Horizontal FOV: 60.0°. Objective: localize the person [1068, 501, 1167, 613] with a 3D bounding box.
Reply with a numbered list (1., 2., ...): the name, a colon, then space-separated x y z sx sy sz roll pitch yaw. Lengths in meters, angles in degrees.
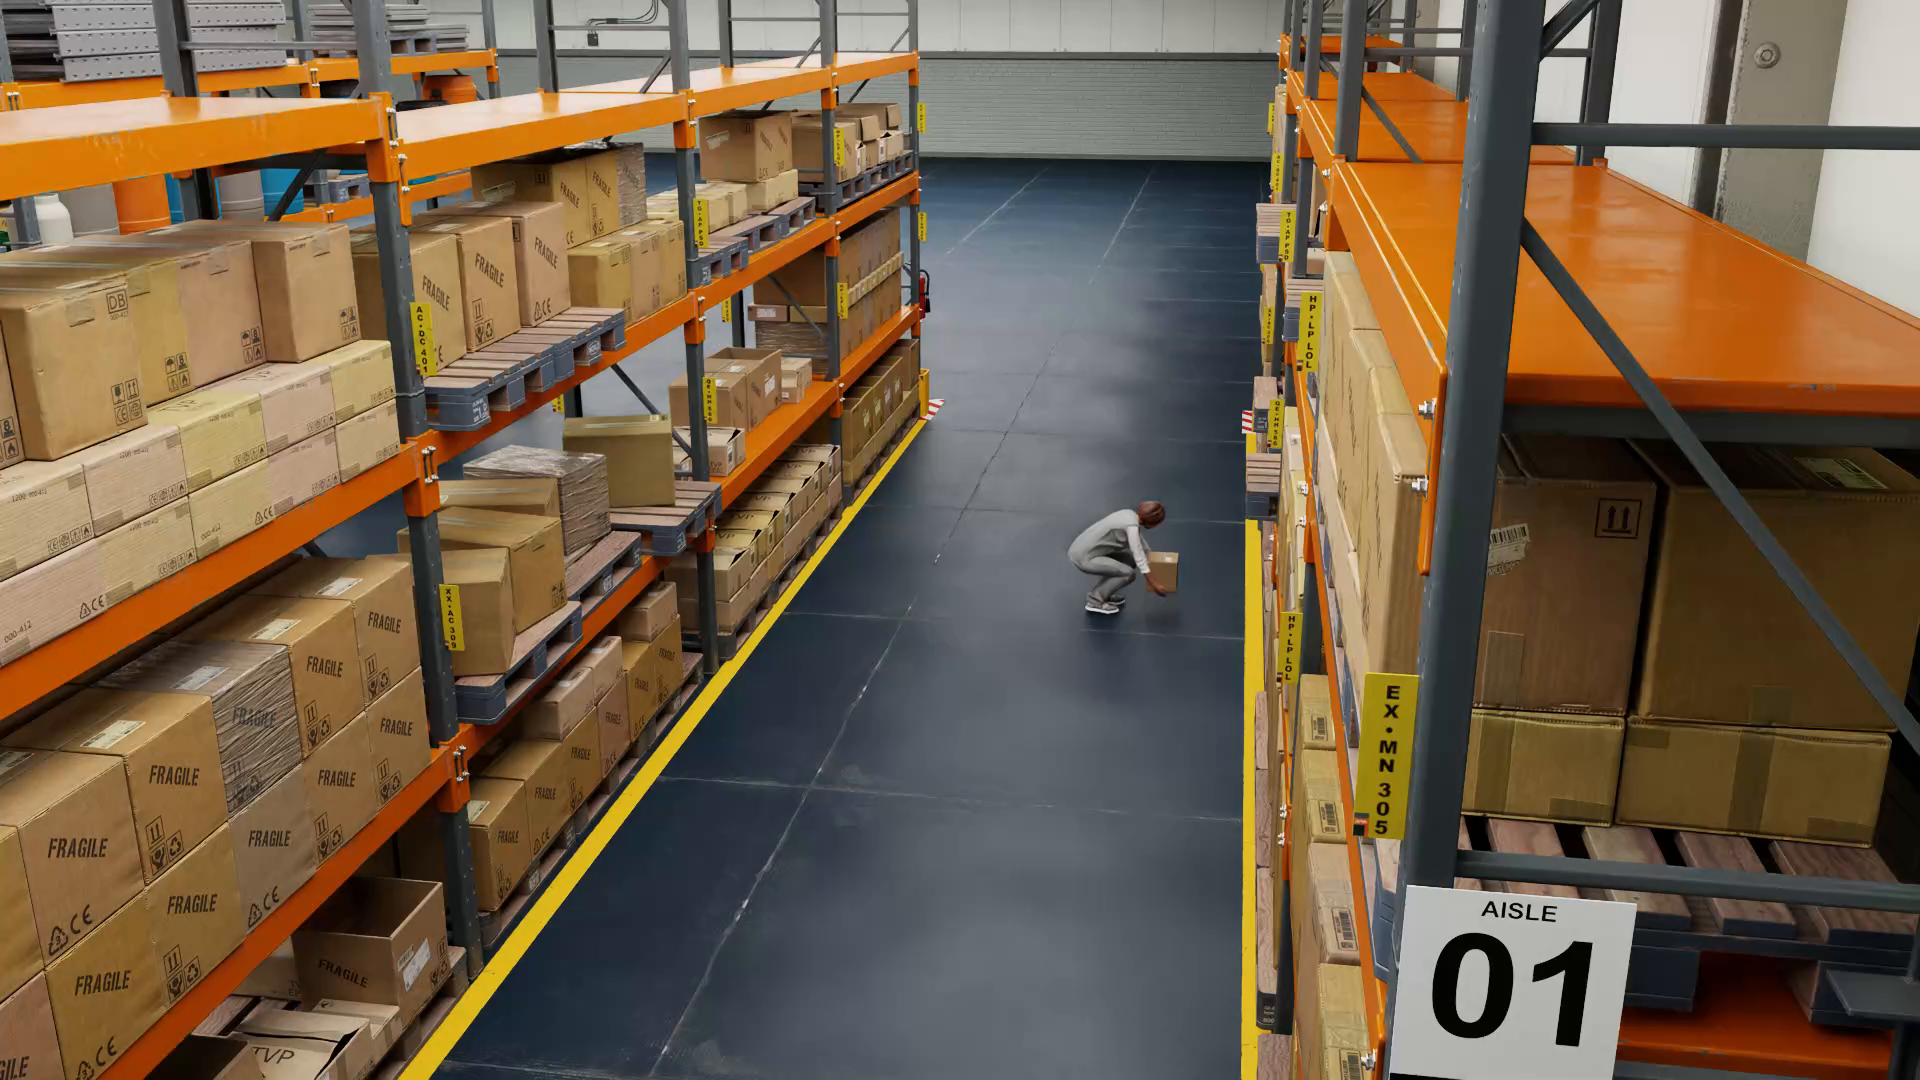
1. person: 1.271 0.124 13.334 0.807 0.890 0.447 3 18 9
